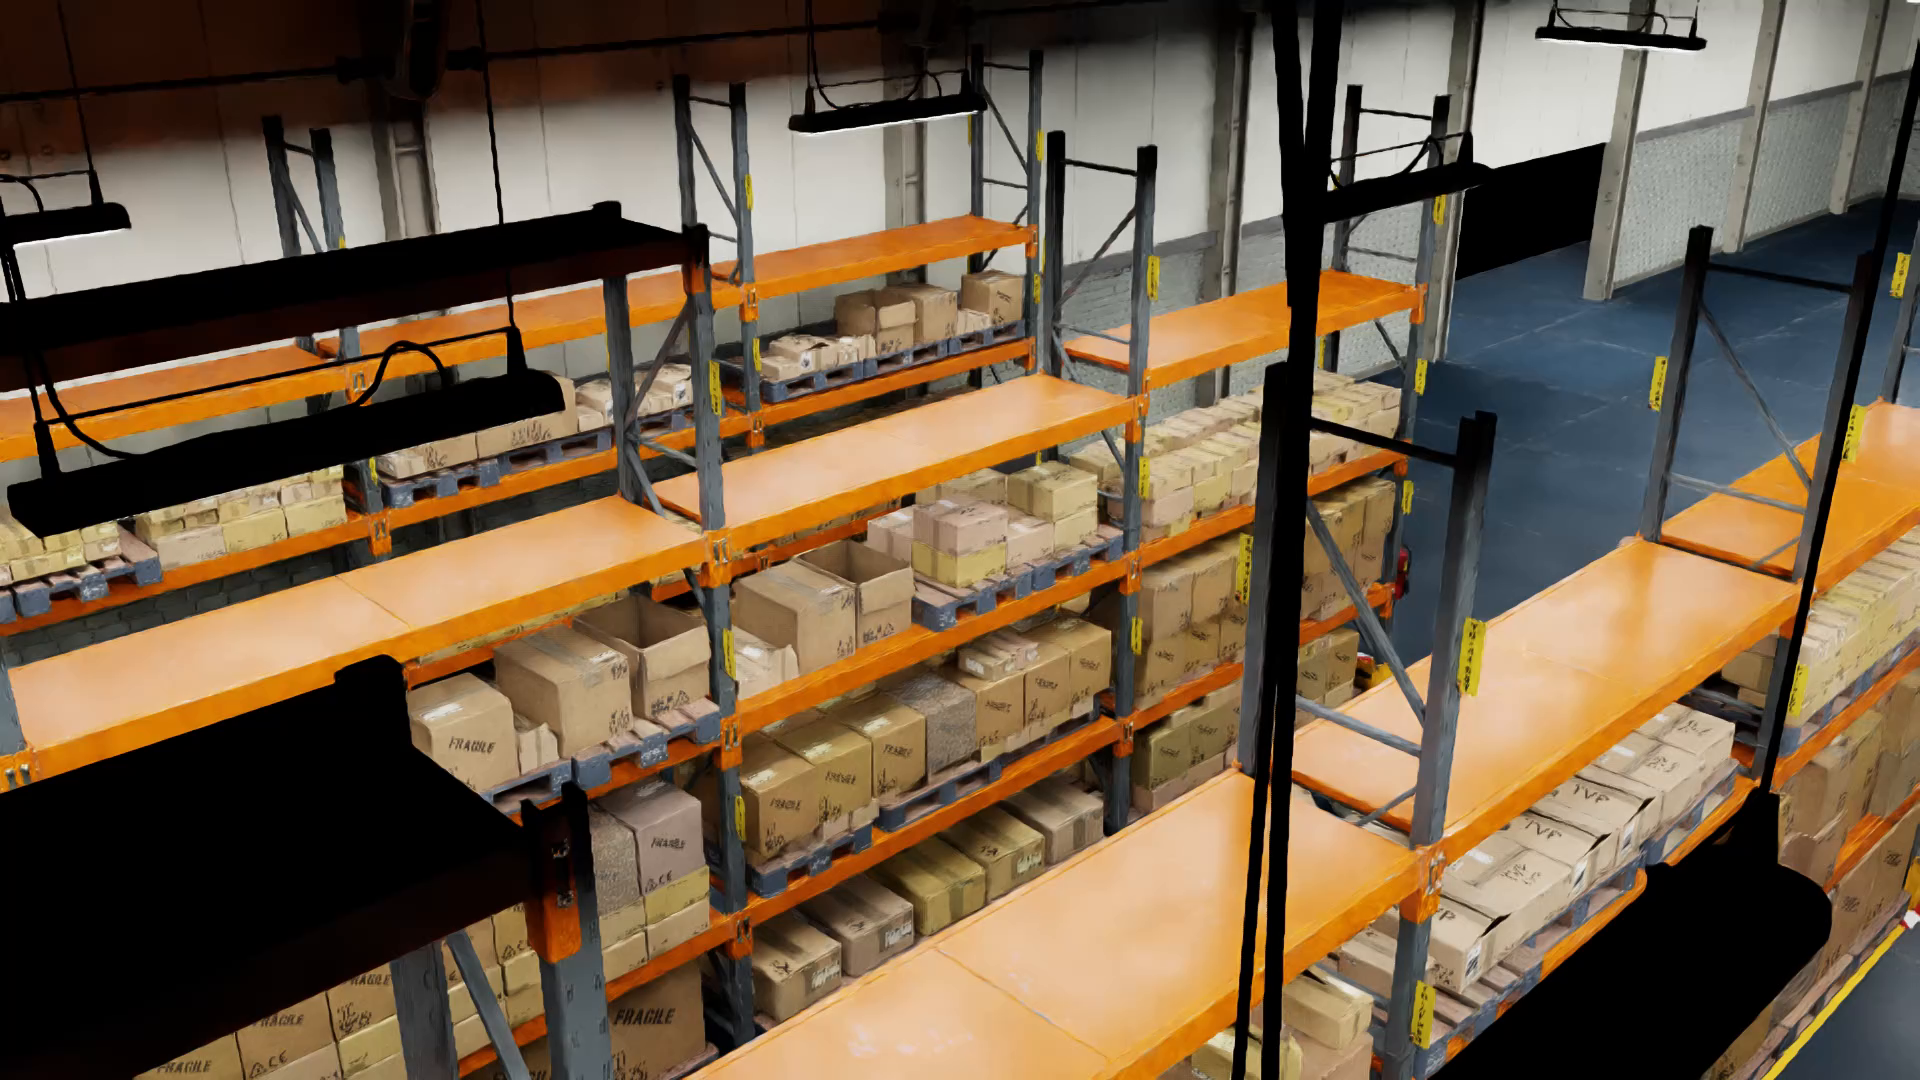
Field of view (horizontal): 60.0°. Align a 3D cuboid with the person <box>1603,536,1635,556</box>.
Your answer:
[{"bbox_3d":[6.508,0.741,16.838,0.540,1.709,0.583,-3,23,-7],"label":"person"}]
